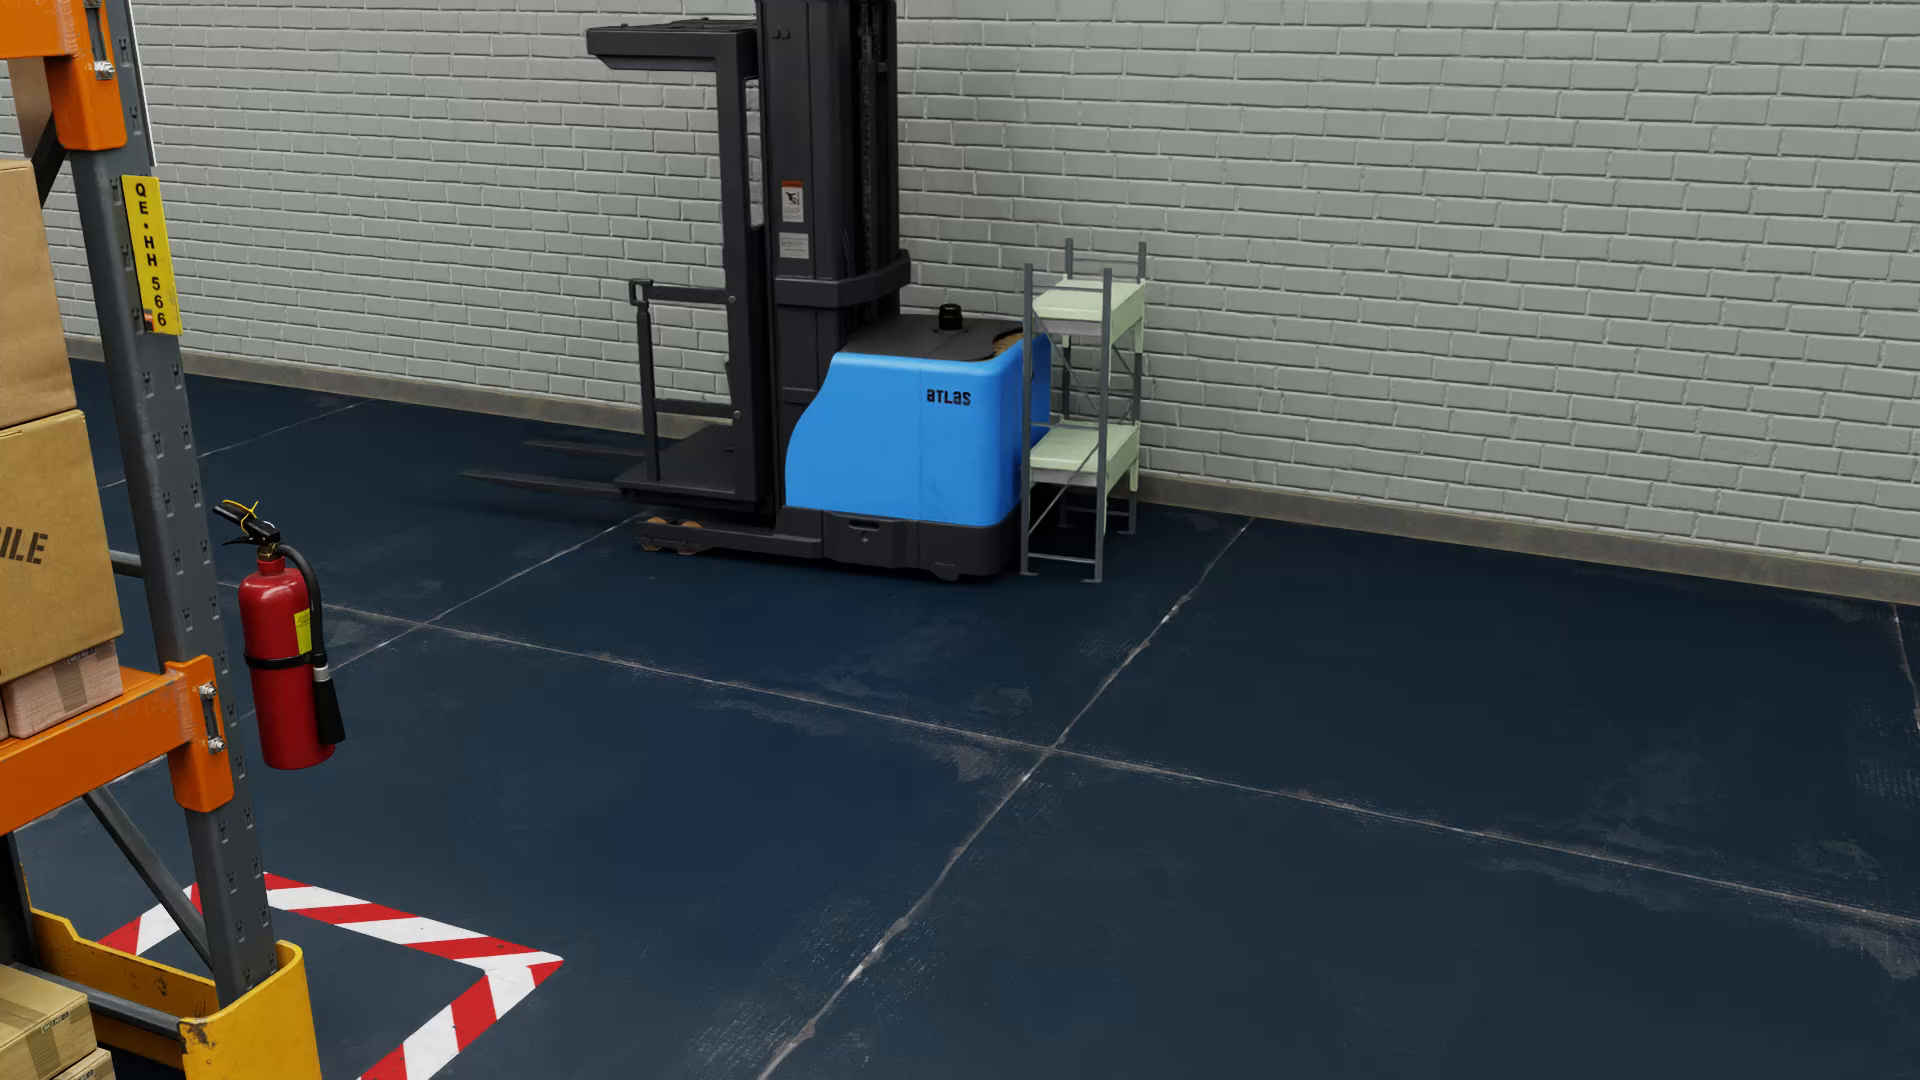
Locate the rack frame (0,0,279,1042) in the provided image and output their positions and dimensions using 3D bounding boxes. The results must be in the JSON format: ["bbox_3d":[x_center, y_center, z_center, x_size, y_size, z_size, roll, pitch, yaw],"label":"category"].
[{"bbox_3d":[-2.173,0.023,3.927,1.000,3.000,0.127,9,21,23],"label":"rack frame"}]

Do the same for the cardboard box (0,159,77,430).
[{"bbox_3d":[-2.133,-0.461,3.203,0.500,0.500,0.500,8,21,22],"label":"cardboard box"}]

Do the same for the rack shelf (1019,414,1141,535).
[{"bbox_3d":[0.597,-0.332,8.136,0.431,0.370,0.720,6,21,17],"label":"rack shelf"}]

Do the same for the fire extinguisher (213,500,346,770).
[{"bbox_3d":[-1.649,0.222,4.041,0.296,0.674,0.183,9,21,23],"label":"fire extinguisher"}]

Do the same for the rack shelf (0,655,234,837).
[{"bbox_3d":[-2.992,0.974,2.328,1.077,0.370,4.000,9,21,23],"label":"rack shelf"}]

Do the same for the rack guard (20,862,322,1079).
[{"bbox_3d":[-2.204,1.224,4.280,1.175,0.500,0.348,9,21,23],"label":"rack guard"}]

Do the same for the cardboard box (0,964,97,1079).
[{"bbox_3d":[-2.158,1.085,3.682,0.380,0.149,0.250,9,21,23],"label":"cardboard box"}]

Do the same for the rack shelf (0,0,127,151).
[{"bbox_3d":[-2.992,-0.440,1.826,1.077,0.370,4.000,9,21,23],"label":"rack shelf"}]

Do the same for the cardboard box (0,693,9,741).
[{"bbox_3d":[-2.185,0.351,3.380,0.380,0.149,0.250,9,21,23],"label":"cardboard box"}]

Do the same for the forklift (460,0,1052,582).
[{"bbox_3d":[-1.103,-1.463,8.210,3.031,2.935,1.130,6,21,18],"label":"forklift"}]

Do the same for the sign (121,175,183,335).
[{"bbox_3d":[-1.675,-0.589,3.448,0.100,0.325,0.005,9,21,23],"label":"sign"}]

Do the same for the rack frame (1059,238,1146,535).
[{"bbox_3d":[0.710,-0.755,8.355,0.400,1.500,0.023,6,21,17],"label":"rack frame"}]

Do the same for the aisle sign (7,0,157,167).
[{"bbox_3d":[-1.869,-1.183,3.438,0.394,0.787,0.004,9,21,23],"label":"aisle sign"}]

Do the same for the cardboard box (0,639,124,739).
[{"bbox_3d":[-2.048,0.280,3.580,0.380,0.149,0.250,9,21,23],"label":"cardboard box"}]

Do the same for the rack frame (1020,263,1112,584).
[{"bbox_3d":[0.483,-0.522,7.699,0.400,1.500,0.023,6,21,17],"label":"rack frame"}]

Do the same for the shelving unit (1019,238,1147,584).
[{"bbox_3d":[0.597,-0.639,8.027,0.431,1.500,0.755,6,21,17],"label":"shelving unit"}]

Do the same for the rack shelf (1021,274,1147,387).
[{"bbox_3d":[0.597,-1.007,7.896,0.431,0.370,0.720,6,21,17],"label":"rack shelf"}]

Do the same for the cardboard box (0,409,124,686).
[{"bbox_3d":[-2.122,0.009,3.375,0.500,0.500,0.500,9,21,24],"label":"cardboard box"}]

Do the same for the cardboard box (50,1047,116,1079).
[{"bbox_3d":[-2.129,1.229,3.720,0.380,0.149,0.250,8,21,21],"label":"cardboard box"}]
